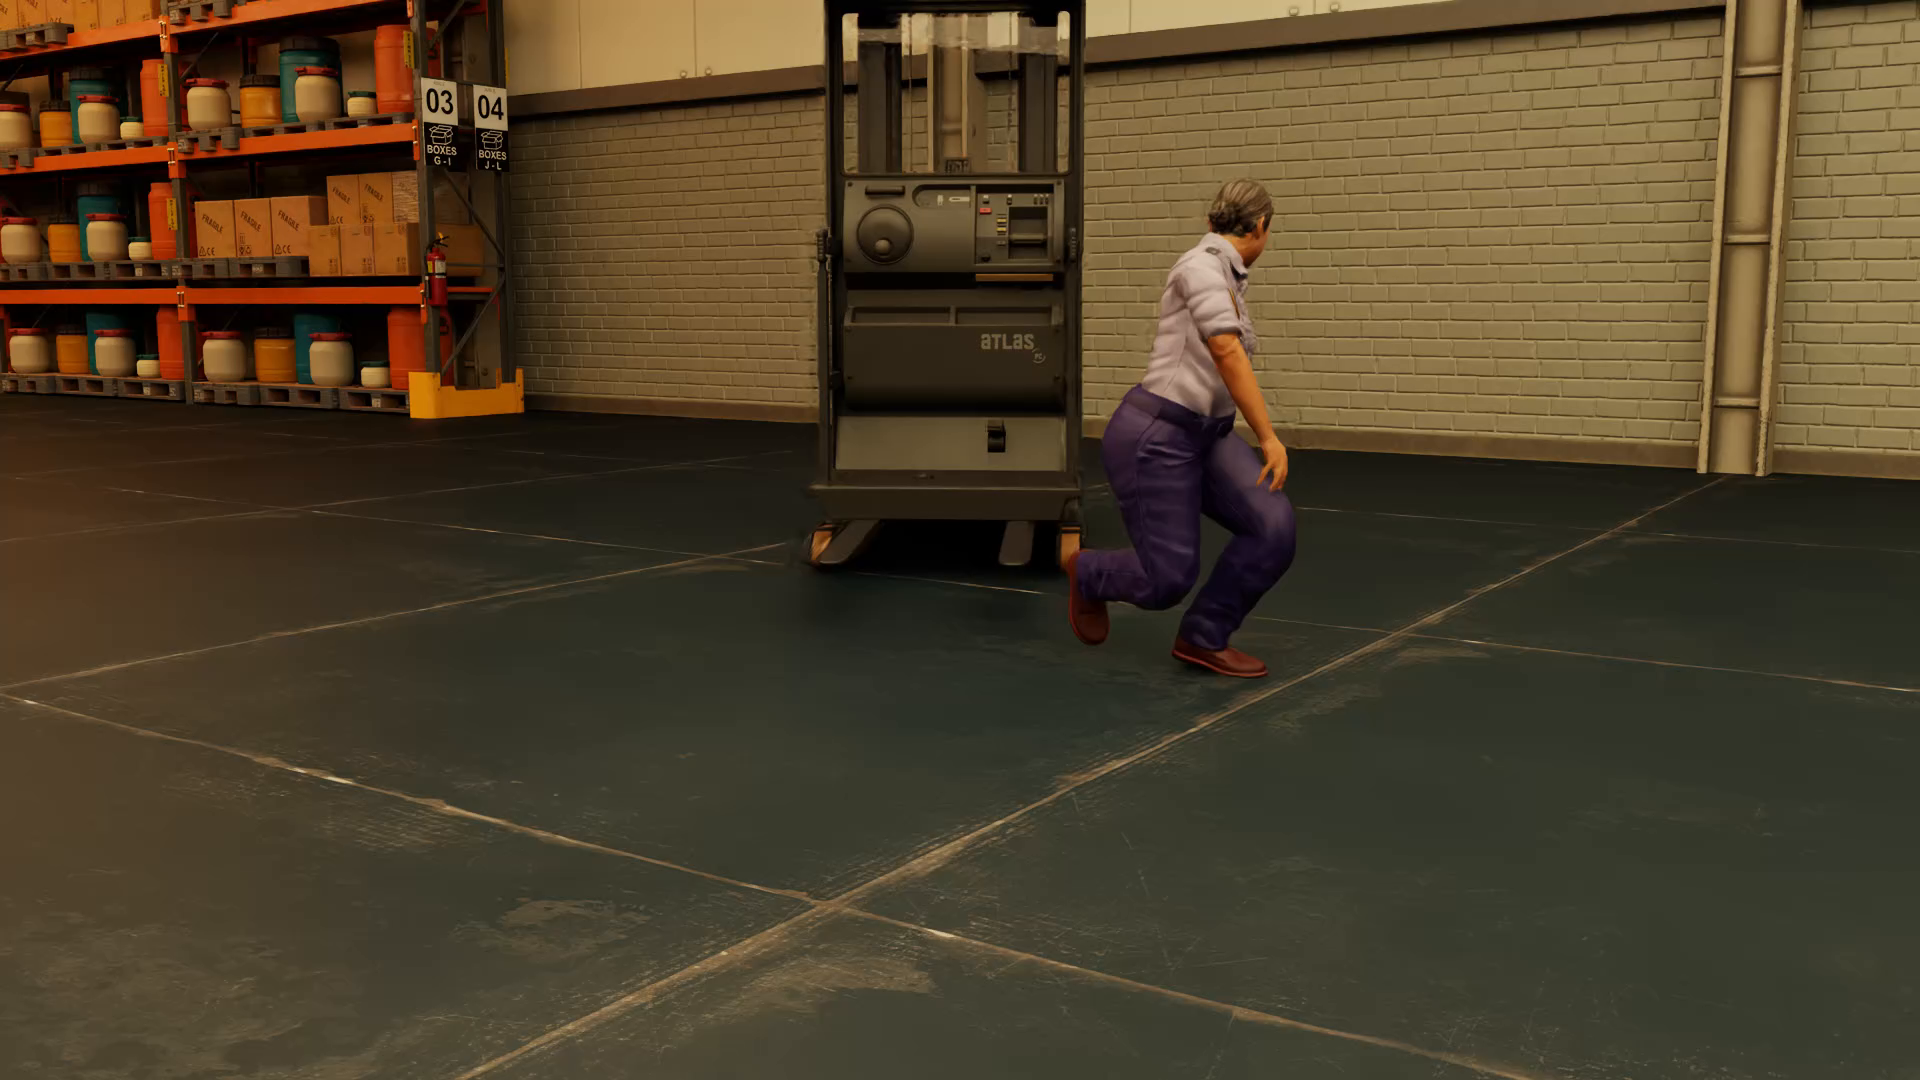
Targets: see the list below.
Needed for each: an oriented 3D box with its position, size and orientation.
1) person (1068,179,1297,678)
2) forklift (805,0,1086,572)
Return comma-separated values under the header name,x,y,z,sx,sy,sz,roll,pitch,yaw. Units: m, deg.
name,x,y,z,sx,sy,sz,roll,pitch,yaw
person,0.673,-0.326,4.874,0.759,1.431,0.601,6,10,35
forklift,-0.037,-1.365,6.794,1.130,2.935,3.031,0,8,3
